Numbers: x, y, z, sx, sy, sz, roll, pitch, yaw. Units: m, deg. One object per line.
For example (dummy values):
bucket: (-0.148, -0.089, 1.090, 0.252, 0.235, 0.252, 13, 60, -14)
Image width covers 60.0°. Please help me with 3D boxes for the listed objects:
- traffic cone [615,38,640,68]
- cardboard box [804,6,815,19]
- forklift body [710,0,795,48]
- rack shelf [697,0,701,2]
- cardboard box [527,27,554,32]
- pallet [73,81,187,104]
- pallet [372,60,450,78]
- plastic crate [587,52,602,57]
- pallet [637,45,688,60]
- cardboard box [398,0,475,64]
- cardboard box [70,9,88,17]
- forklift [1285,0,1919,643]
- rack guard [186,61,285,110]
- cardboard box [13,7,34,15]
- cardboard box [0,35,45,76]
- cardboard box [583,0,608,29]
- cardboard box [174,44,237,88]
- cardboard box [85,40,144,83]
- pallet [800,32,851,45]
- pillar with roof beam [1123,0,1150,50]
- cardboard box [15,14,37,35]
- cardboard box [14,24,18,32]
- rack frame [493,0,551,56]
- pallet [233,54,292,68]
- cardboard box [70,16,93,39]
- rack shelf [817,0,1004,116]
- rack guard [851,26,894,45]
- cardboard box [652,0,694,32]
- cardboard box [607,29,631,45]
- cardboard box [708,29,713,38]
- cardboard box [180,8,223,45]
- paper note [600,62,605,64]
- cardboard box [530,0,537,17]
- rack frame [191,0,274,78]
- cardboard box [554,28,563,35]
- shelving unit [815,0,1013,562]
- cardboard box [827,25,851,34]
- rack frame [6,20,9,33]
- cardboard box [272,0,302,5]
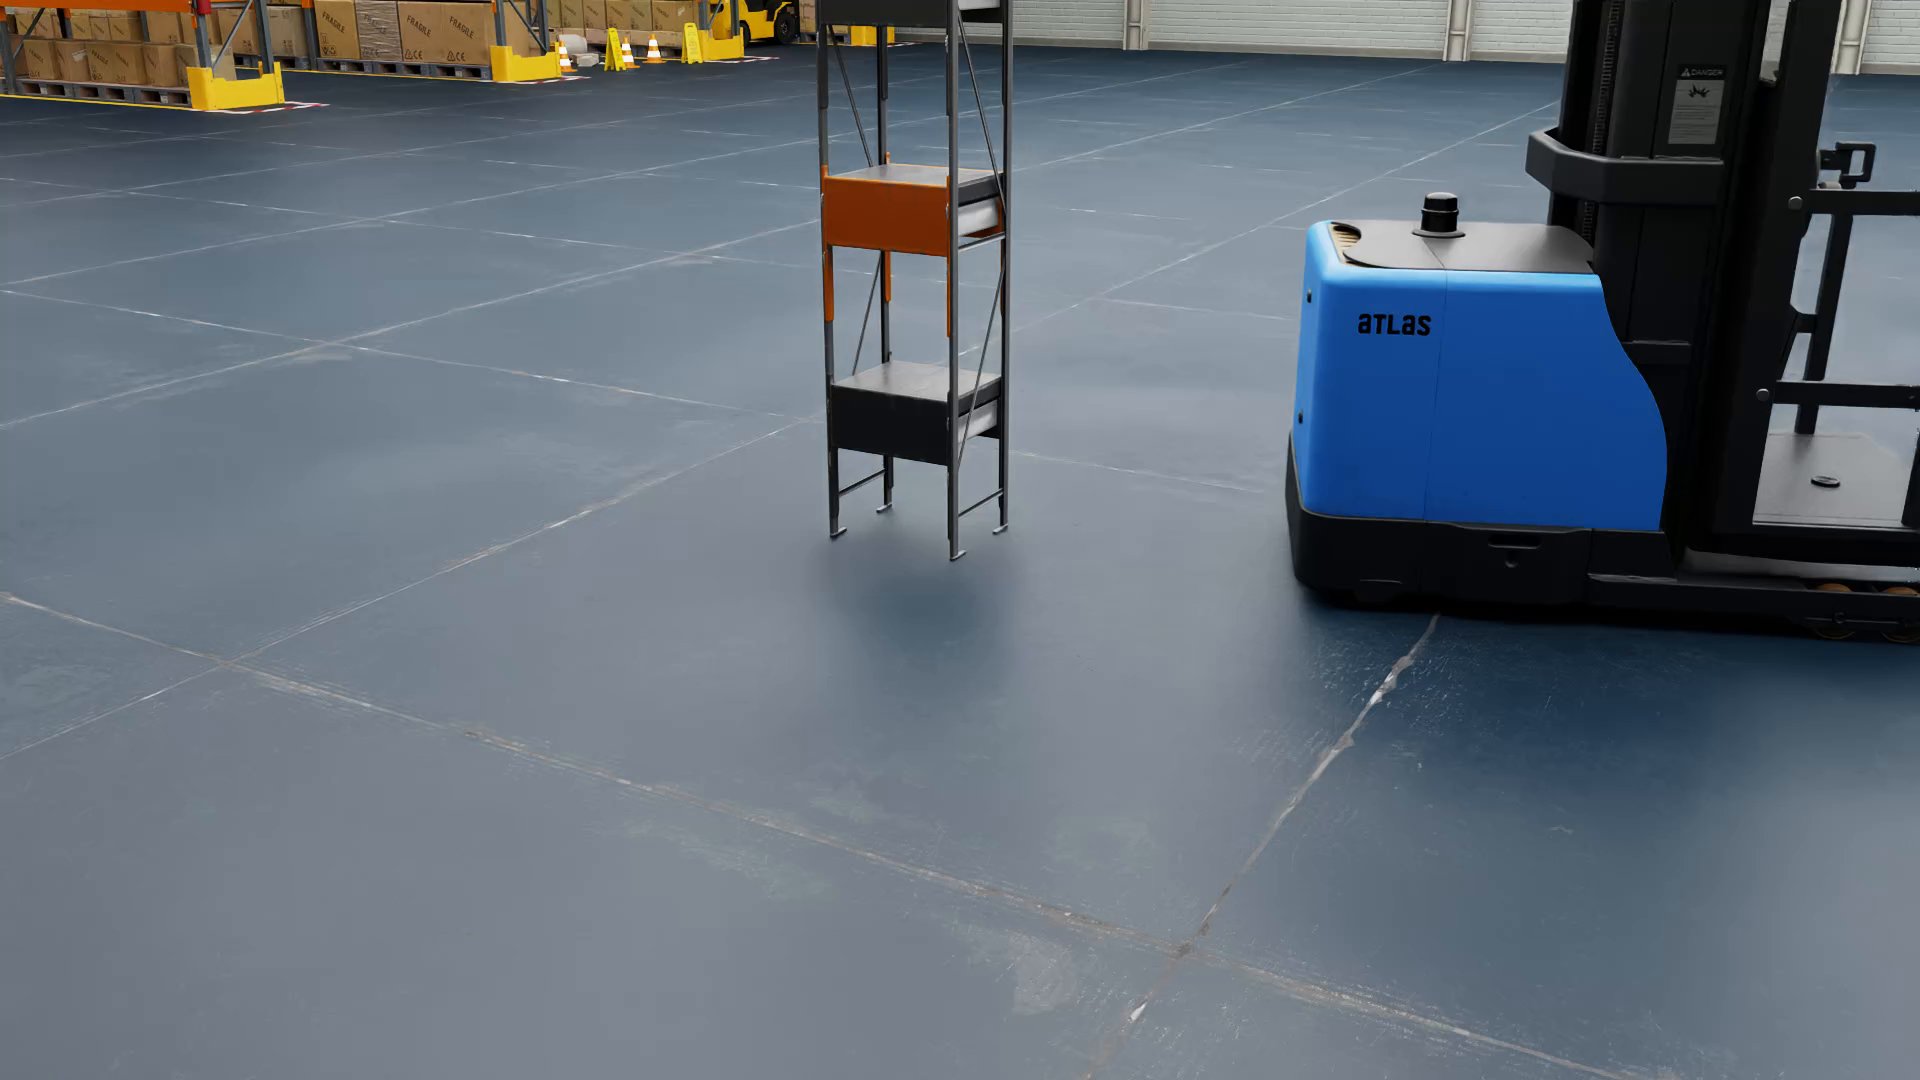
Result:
traffic cone: (-5.418, -7.921, 27.024, 0.334, 0.463, 0.336, 11, 23, 27)
cardboard box: (-2.762, -10.506, 33.112, 0.500, 0.250, 0.500, 11, 22, 27)
forklift body: (-4.297, -10.665, 32.112, 1.214, 2.155, 2.313, 11, 23, 27)
rack shelf: (-5.915, -9.808, 29.559, 4.000, 0.370, 1.077, 11, 23, 27)
cardboard box: (-7.389, -8.721, 29.171, 0.500, 0.500, 0.500, -7, 21, -20)
pallet: (-10.821, -5.914, 21.858, 1.213, 0.211, 1.003, 11, 23, 27)
pallet: (-8.292, -7.325, 25.749, 1.213, 0.211, 1.003, 11, 23, 27)
plastic crate: (-6.690, -8.601, 29.458, 0.583, 0.080, 0.402, 3, 20, 9)
pallet: (-4.927, -8.661, 29.431, 1.213, 0.211, 1.003, 11, 23, 27)
cardboard box: (-7.888, -7.760, 25.360, 0.875, 0.875, 0.875, 10, 22, 26)
cardboard box: (-15.086, -9.234, 28.872, 0.500, 0.250, 0.500, 11, 23, 29)
forklift: (2.634, -1.262, 5.045, 3.031, 2.935, 1.130, 3, 20, 8)
rack guard: (-9.068, -5.701, 20.847, 0.348, 0.500, 1.175, 11, 23, 27)
cardboard box: (-16.455, -9.492, 29.583, 0.500, 0.250, 0.500, 10, 22, 25)
cardboard box: (-13.020, -6.669, 22.871, 0.500, 0.500, 0.700, 9, 22, 23)
cardboard box: (-6.353, -9.385, 29.656, 0.500, 0.500, 0.500, 12, 23, 30)
cardboard box: (-9.539, -5.994, 21.041, 0.500, 0.500, 0.500, 16, 25, 37)
cardboard box: (-11.080, -6.299, 21.882, 0.500, 0.500, 0.500, 9, 22, 23)
pallet: (-2.440, -10.096, 33.387, 1.213, 0.211, 1.003, 11, 23, 27)
pillar with roof beam: (1.219, -12.217, 26.347, 0.400, 9.000, 9.100, 11, 23, 27)
cardboard box: (-16.455, -9.139, 29.710, 0.500, 0.500, 0.500, 12, 23, 29)
cardboard box: (-17.396, -9.486, 30.747, 0.250, 0.149, 0.380, 11, 23, 28)
rack frame: (-6.495, -8.323, 24.411, 0.127, 3.000, 1.000, 11, 23, 27)
pallet: (-11.767, -7.986, 27.570, 1.213, 0.211, 1.003, 11, 23, 27)
cardboard box: (-15.102, -8.878, 28.990, 0.500, 0.500, 0.500, 10, 22, 25)
rack shelf: (-0.145, -1.660, 5.349, 0.480, 0.518, 0.431, 11, 23, 27)
rack guard: (-1.731, -10.113, 33.010, 0.348, 0.500, 1.175, 11, 23, 27)
cardboard box: (-4.996, -9.126, 28.942, 0.500, 0.500, 0.500, 11, 23, 28)
cardboard box: (-5.914, -8.946, 29.546, 0.500, 0.250, 0.500, 10, 22, 25)
cardboard box: (-4.738, -8.935, 29.514, 0.500, 0.250, 0.500, 11, 22, 27)
cardboard box: (-12.226, -8.521, 27.639, 0.750, 0.750, 1.050, 11, 23, 28)
paper note: (-5.965, -7.982, 27.825, 0.142, 0.019, 0.148, 3, 20, 9)
cardboard box: (-9.210, -11.651, 36.635, 0.500, 0.500, 0.500, 12, 23, 29)
rack frame: (-9.002, -6.863, 20.386, 0.127, 3.000, 1.000, 11, 23, 27)
cardboard box: (-7.278, -9.205, 30.258, 0.500, 0.250, 0.500, 10, 22, 25)
shelving unit: (-0.145, -1.015, 5.583, 0.503, 2.100, 0.431, 11, 23, 27)
cardboard box: (-2.316, -10.181, 32.948, 0.500, 0.250, 0.500, 11, 23, 28)
rack frame: (-16.971, -10.318, 29.912, 0.127, 3.000, 1.000, 11, 23, 27)
cardboard box: (-13.273, -10.780, 33.685, 0.875, 0.875, 0.875, 12, 23, 29)
